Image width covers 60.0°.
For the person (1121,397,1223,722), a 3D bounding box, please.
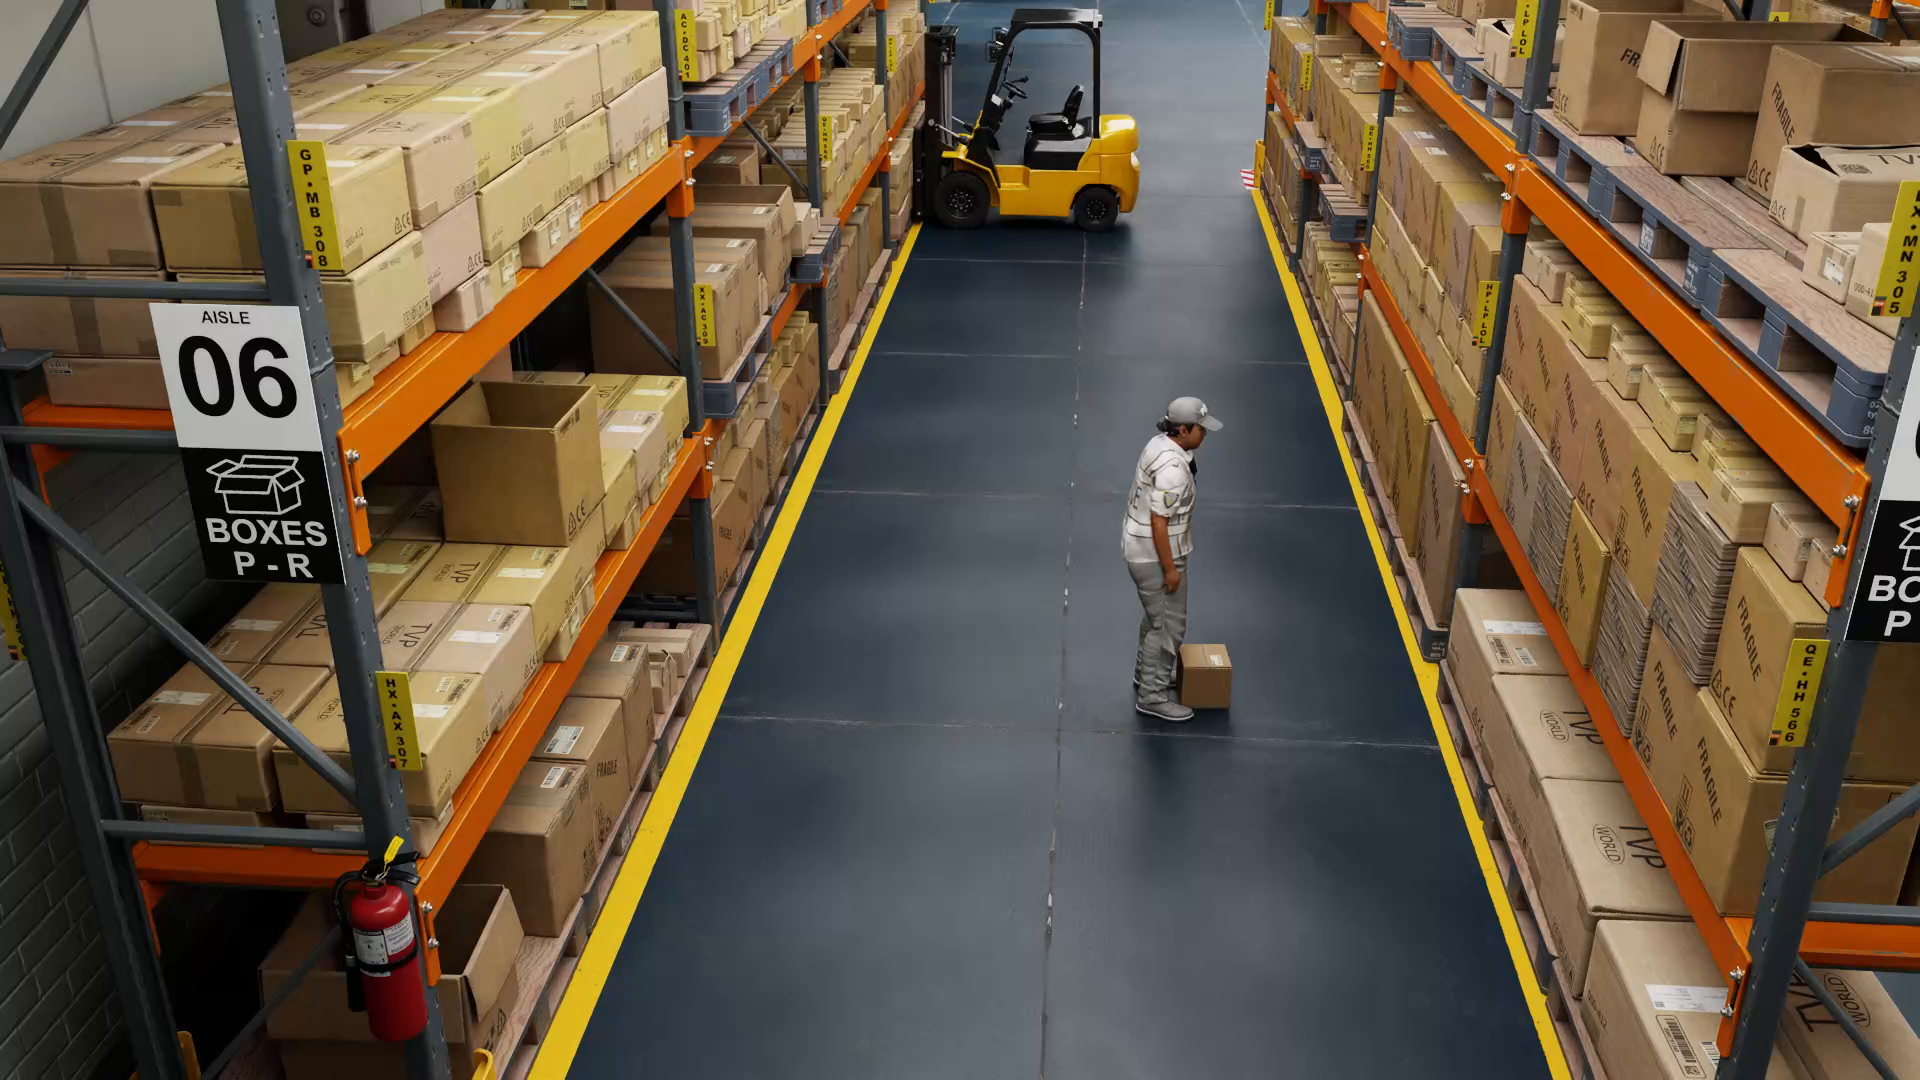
[{"bbox_3d":[1.055,0.070,8.446,0.469,1.665,0.537,2,25,4],"label":"person"}]
